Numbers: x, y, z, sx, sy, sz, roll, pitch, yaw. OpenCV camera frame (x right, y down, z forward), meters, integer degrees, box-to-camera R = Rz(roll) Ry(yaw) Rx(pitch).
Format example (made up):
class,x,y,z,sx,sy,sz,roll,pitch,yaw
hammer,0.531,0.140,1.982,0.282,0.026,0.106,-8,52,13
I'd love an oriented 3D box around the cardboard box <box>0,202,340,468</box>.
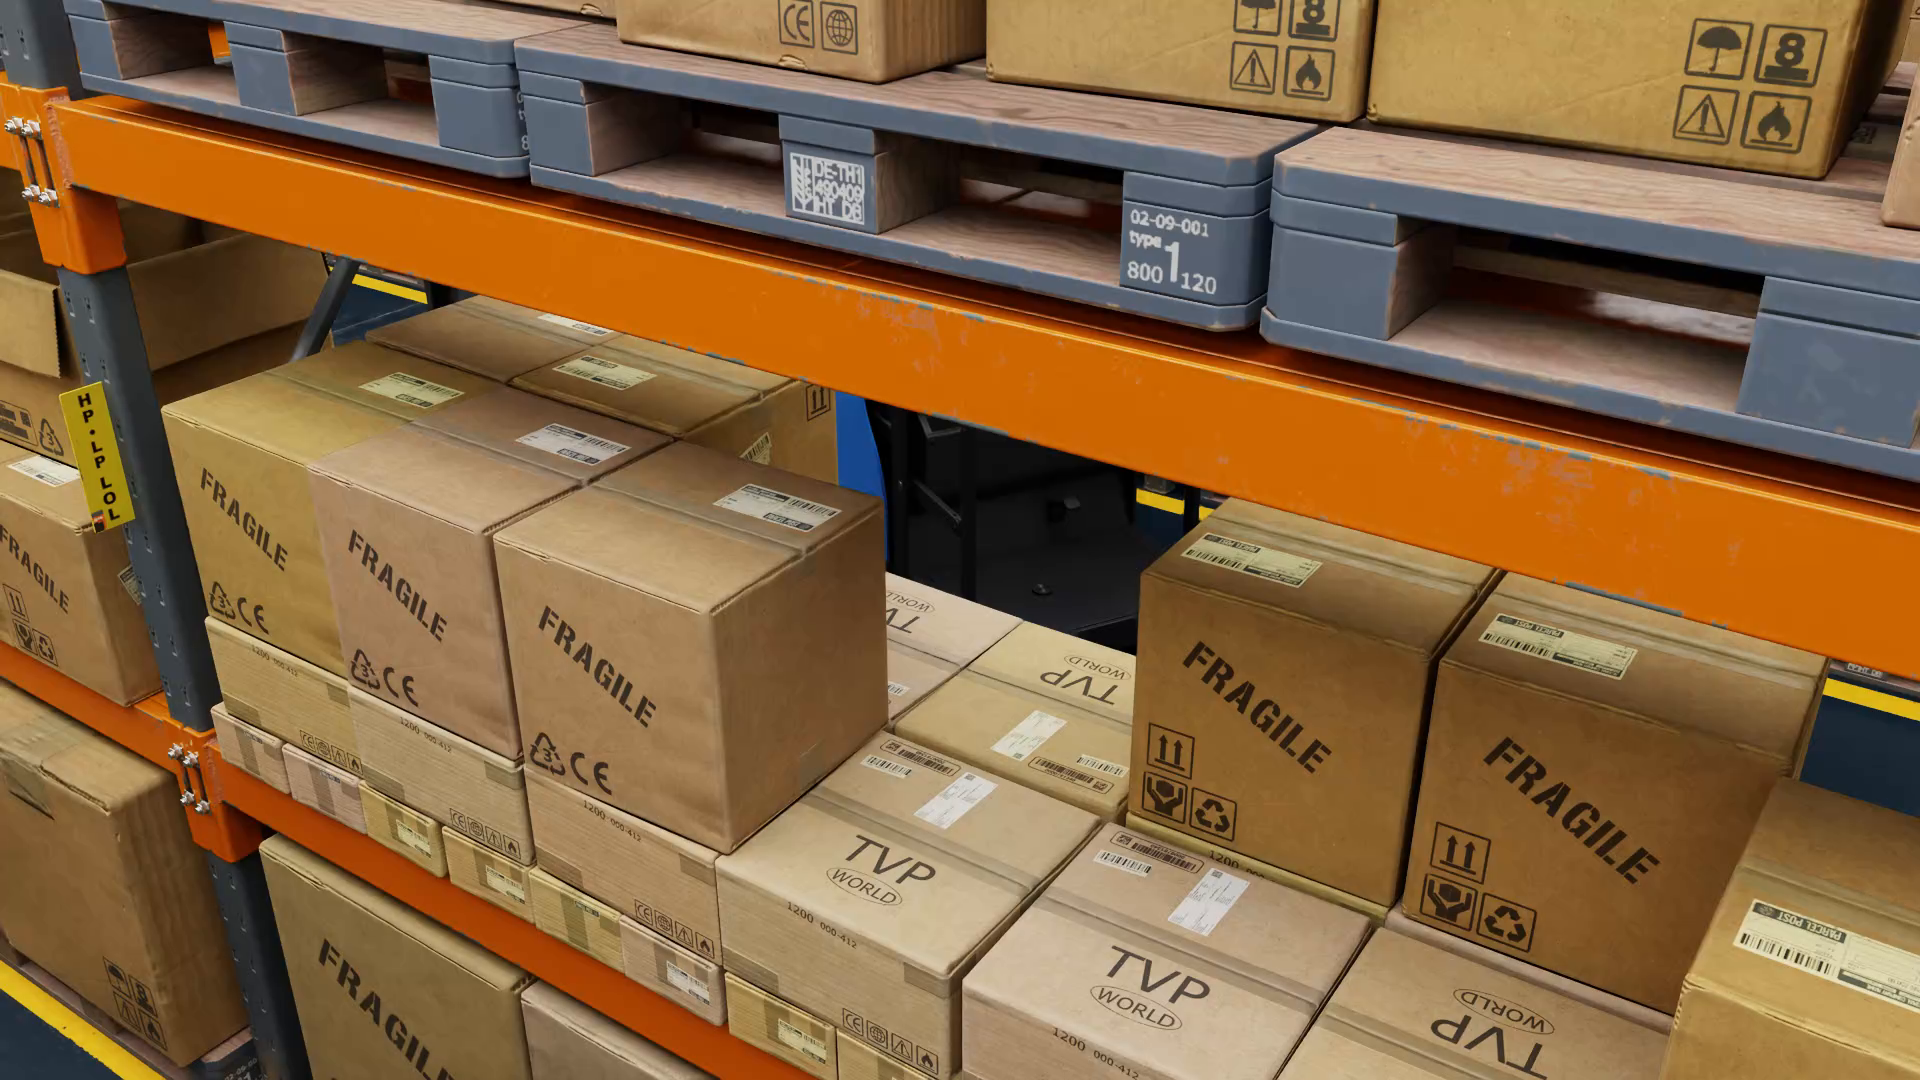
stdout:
class,x,y,z,sx,sy,sz,roll,pitch,yaw
cardboard box,-2.096,-0.555,4.317,0.637,0.503,0.797,16,31,29

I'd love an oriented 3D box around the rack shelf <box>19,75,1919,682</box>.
class,x,y,z,sx,sy,sz,roll,pitch,yaw
rack shelf,0.084,-0.405,2.724,4.000,0.370,1.077,17,32,30

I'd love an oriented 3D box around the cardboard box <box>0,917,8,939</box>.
class,x,y,z,sx,sy,sz,roll,pitch,yaw
cardboard box,-2.841,0.472,5.396,0.875,0.875,1.225,16,31,29

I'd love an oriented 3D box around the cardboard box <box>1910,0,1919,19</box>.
class,x,y,z,sx,sy,sz,roll,pitch,yaw
cardboard box,5.975,-3.340,9.793,0.500,0.500,0.500,18,32,32

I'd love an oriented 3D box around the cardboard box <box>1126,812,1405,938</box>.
class,x,y,z,sx,sy,sz,roll,pitch,yaw
cardboard box,0.645,0.574,3.153,0.500,0.250,0.500,16,31,29

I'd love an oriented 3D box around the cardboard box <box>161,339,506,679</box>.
class,x,y,z,sx,sy,sz,roll,pitch,yaw
cardboard box,-1.315,-0.084,3.618,0.500,0.500,0.500,17,32,30

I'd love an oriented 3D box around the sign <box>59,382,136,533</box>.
class,x,y,z,sx,sy,sz,roll,pitch,yaw
sign,-1.864,-0.178,3.602,0.005,0.325,0.100,17,32,30

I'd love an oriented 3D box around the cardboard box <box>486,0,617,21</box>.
class,x,y,z,sx,sy,sz,roll,pitch,yaw
cardboard box,-0.445,-1.197,2.804,0.500,0.500,0.700,19,33,33

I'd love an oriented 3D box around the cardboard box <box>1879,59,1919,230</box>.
class,x,y,z,sx,sy,sz,roll,pitch,yaw
cardboard box,1.274,-0.602,1.634,0.500,0.500,0.700,15,31,27

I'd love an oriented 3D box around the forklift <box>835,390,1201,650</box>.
class,x,y,z,sx,sy,sz,roll,pitch,yaw
forklift,0.354,-0.862,6.212,1.130,2.935,3.031,-13,30,-23

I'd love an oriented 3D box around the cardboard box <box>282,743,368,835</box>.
class,x,y,z,sx,sy,sz,roll,pitch,yaw
cardboard box,-1.293,0.478,3.781,0.250,0.149,0.380,16,31,29

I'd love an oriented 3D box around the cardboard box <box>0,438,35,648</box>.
class,x,y,z,sx,sy,sz,roll,pitch,yaw
cardboard box,-2.509,-0.094,4.518,0.500,0.500,0.500,18,32,32

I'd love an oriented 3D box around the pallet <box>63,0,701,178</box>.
class,x,y,z,sx,sy,sz,roll,pitch,yaw
pallet,-0.896,-0.985,3.170,1.213,0.211,1.003,17,32,30

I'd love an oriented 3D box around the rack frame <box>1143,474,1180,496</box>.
class,x,y,z,sx,sy,sz,roll,pitch,yaw
rack frame,1.240,-1.754,7.889,0.127,3.000,1.000,17,32,30

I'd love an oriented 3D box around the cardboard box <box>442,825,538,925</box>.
class,x,y,z,sx,sy,sz,roll,pitch,yaw
cardboard box,-0.857,0.612,3.517,0.250,0.149,0.380,16,31,29

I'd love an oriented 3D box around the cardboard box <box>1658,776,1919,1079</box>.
class,x,y,z,sx,sy,sz,roll,pitch,yaw
cardboard box,1.182,0.698,2.081,0.500,0.500,0.500,18,32,31

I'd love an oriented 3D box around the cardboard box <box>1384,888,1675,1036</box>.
class,x,y,z,sx,sy,sz,roll,pitch,yaw
cardboard box,1.058,0.704,2.897,0.500,0.250,0.500,17,31,30

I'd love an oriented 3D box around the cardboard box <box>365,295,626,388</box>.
class,x,y,z,sx,sy,sz,roll,pitch,yaw
cardboard box,-1.034,-0.284,4.012,0.500,0.500,0.500,18,32,32

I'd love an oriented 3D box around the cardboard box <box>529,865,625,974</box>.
class,x,y,z,sx,sy,sz,roll,pitch,yaw
cardboard box,-0.646,0.677,3.389,0.250,0.149,0.380,17,31,30

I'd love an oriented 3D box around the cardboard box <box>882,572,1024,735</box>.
class,x,y,z,sx,sy,sz,roll,pitch,yaw
cardboard box,-0.203,0.310,3.670,0.500,0.250,0.500,18,32,31

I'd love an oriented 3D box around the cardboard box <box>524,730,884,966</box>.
class,x,y,z,sx,sy,sz,roll,pitch,yaw
cardboard box,-0.488,0.511,3.276,0.500,0.250,0.500,18,32,32

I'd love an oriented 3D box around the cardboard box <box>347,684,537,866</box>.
class,x,y,z,sx,sy,sz,roll,pitch,yaw
cardboard box,-0.919,0.380,3.533,0.500,0.250,0.500,17,32,30

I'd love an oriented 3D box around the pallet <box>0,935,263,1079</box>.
class,x,y,z,sx,sy,sz,roll,pitch,yaw
pallet,-2.243,1.171,5.217,1.213,0.211,1.003,17,32,30

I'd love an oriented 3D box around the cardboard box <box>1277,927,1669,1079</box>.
class,x,y,z,sx,sy,sz,roll,pitch,yaw
cardboard box,0.765,0.904,2.505,0.500,0.250,0.500,17,31,29

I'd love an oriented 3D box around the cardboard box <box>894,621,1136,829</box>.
class,x,y,z,sx,sy,sz,roll,pitch,yaw
cardboard box,0.212,0.442,3.412,0.500,0.250,0.500,17,31,29

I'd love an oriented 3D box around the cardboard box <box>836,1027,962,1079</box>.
class,x,y,z,sx,sy,sz,roll,pitch,yaw
cardboard box,-0.007,0.876,2.998,0.250,0.149,0.380,18,32,31

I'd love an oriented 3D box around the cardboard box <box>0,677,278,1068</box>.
class,x,y,z,sx,sy,sz,roll,pitch,yaw
cardboard box,-2.103,0.701,4.945,0.875,0.875,1.225,17,32,30

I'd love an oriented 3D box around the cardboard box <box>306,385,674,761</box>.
class,x,y,z,sx,sy,sz,roll,pitch,yaw
cardboard box,-0.913,0.046,3.363,0.500,0.500,0.500,17,32,30

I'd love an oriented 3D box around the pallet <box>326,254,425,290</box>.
class,x,y,z,sx,sy,sz,roll,pitch,yaw
pallet,-3.676,-2.065,11.576,1.213,0.211,1.003,17,32,30

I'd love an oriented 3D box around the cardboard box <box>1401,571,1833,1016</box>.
class,x,y,z,sx,sy,sz,roll,pitch,yaw
cardboard box,1.078,0.372,2.722,0.500,0.500,0.500,16,31,29

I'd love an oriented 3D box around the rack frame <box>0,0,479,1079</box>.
class,x,y,z,sx,sy,sz,roll,pitch,yaw
rack frame,-1.565,0.098,4.251,0.127,3.000,1.000,17,32,30

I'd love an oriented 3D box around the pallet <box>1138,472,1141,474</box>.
class,x,y,z,sx,sy,sz,roll,pitch,yaw
pallet,0.627,-0.725,8.942,1.213,0.211,1.003,17,32,30

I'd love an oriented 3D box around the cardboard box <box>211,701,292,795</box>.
class,x,y,z,sx,sy,sz,roll,pitch,yaw
cardboard box,-1.509,0.410,3.914,0.250,0.149,0.380,17,32,30

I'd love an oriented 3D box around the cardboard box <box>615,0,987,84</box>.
class,x,y,z,sx,sy,sz,roll,pitch,yaw
cardboard box,-0.094,-1.010,2.436,0.500,0.500,0.700,19,33,32

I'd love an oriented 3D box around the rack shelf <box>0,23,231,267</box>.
class,x,y,z,sx,sy,sz,roll,pitch,yaw
rack shelf,-3.213,-1.432,4.743,4.000,0.370,1.077,17,32,30

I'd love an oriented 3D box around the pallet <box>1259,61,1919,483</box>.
class,x,y,z,sx,sy,sz,roll,pitch,yaw
pallet,1.115,-0.359,1.939,1.213,0.211,1.003,17,32,30

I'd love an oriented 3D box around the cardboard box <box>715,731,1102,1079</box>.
class,x,y,z,sx,sy,sz,roll,pitch,yaw
cardboard box,-0.086,0.641,3.021,0.500,0.250,0.500,17,32,30

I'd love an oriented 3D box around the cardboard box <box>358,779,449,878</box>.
class,x,y,z,sx,sy,sz,roll,pitch,yaw
cardboard box,-1.075,0.545,3.649,0.250,0.149,0.380,18,32,32

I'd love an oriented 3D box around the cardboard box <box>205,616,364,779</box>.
class,x,y,z,sx,sy,sz,roll,pitch,yaw
cardboard box,-1.326,0.251,3.788,0.500,0.250,0.500,17,31,29

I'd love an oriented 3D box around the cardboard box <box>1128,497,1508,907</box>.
class,x,y,z,sx,sy,sz,roll,pitch,yaw
cardboard box,0.647,0.242,2.979,0.500,0.500,0.500,16,31,29

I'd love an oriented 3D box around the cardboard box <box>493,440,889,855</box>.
class,x,y,z,sx,sy,sz,roll,pitch,yaw
cardboard box,-0.481,0.178,3.104,0.500,0.500,0.500,16,31,29

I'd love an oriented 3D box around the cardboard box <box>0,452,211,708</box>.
class,x,y,z,sx,sy,sz,roll,pitch,yaw
cardboard box,-2.105,0.035,4.263,0.500,0.500,0.500,17,32,30

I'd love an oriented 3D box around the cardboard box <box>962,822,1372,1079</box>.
class,x,y,z,sx,sy,sz,roll,pitch,yaw
cardboard box,0.345,0.773,2.761,0.500,0.250,0.500,16,31,29

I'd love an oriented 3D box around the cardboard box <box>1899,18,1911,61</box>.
class,x,y,z,sx,sy,sz,roll,pitch,yaw
cardboard box,5.568,-3.027,10.280,0.500,0.500,0.500,17,31,30

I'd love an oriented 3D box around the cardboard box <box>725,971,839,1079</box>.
class,x,y,z,sx,sy,sz,roll,pitch,yaw
cardboard box,-0.223,0.810,3.129,0.250,0.149,0.380,16,31,29

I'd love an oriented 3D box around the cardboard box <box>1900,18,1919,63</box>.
class,x,y,z,sx,sy,sz,roll,pitch,yaw
cardboard box,5.983,-2.898,10.026,0.500,0.500,0.500,18,32,31

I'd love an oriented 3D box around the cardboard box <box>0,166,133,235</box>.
class,x,y,z,sx,sy,sz,roll,pitch,yaw
cardboard box,-2.655,-0.735,4.671,0.637,0.503,0.797,18,32,31

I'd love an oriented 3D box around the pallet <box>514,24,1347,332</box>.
class,x,y,z,sx,sy,sz,roll,pitch,yaw
pallet,0.105,-0.672,2.554,1.213,0.211,1.003,17,32,30

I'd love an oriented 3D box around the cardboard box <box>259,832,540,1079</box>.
class,x,y,z,sx,sy,sz,roll,pitch,yaw
cardboard box,-1.066,1.057,4.245,0.875,0.875,0.875,17,32,30

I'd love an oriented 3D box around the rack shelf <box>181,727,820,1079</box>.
class,x,y,z,sx,sy,sz,roll,pitch,yaw
rack shelf,0.084,0.932,3.405,4.000,0.370,1.077,17,32,30

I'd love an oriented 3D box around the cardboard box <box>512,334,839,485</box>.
class,x,y,z,sx,sy,sz,roll,pitch,yaw
cardboard box,-0.624,-0.154,3.756,0.500,0.500,0.500,18,32,31

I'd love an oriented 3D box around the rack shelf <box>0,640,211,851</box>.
class,x,y,z,sx,sy,sz,roll,pitch,yaw
rack shelf,-3.213,-0.095,5.423,4.000,0.370,1.077,17,32,30

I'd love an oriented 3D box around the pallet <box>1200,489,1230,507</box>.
class,x,y,z,sx,sy,sz,roll,pitch,yaw
pallet,1.868,-0.337,8.179,1.213,0.211,1.003,17,32,30

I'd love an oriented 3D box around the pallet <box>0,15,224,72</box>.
class,x,y,z,sx,sy,sz,roll,pitch,yaw
pallet,-2.348,-1.371,4.040,1.217,0.209,0.805,16,31,28

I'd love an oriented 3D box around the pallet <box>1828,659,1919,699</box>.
class,x,y,z,sx,sy,sz,roll,pitch,yaw
pallet,3.879,0.290,6.948,1.213,0.211,1.003,17,32,30

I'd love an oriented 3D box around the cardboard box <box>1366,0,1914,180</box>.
class,x,y,z,sx,sy,sz,roll,pitch,yaw
cardboard box,0.878,-0.791,2.007,0.500,0.500,0.700,16,31,29

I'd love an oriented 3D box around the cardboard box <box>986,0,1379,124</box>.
class,x,y,z,sx,sy,sz,roll,pitch,yaw
cardboard box,0.424,-0.906,2.232,0.500,0.500,0.700,15,31,27

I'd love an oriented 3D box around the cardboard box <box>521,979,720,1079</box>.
class,x,y,z,sx,sy,sz,roll,pitch,yaw
cardboard box,-0.324,1.288,3.791,0.875,0.875,0.875,17,32,30

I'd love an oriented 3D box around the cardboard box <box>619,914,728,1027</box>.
class,x,y,z,sx,sy,sz,roll,pitch,yaw
cardboard box,-0.440,0.743,3.260,0.250,0.149,0.380,18,32,31
